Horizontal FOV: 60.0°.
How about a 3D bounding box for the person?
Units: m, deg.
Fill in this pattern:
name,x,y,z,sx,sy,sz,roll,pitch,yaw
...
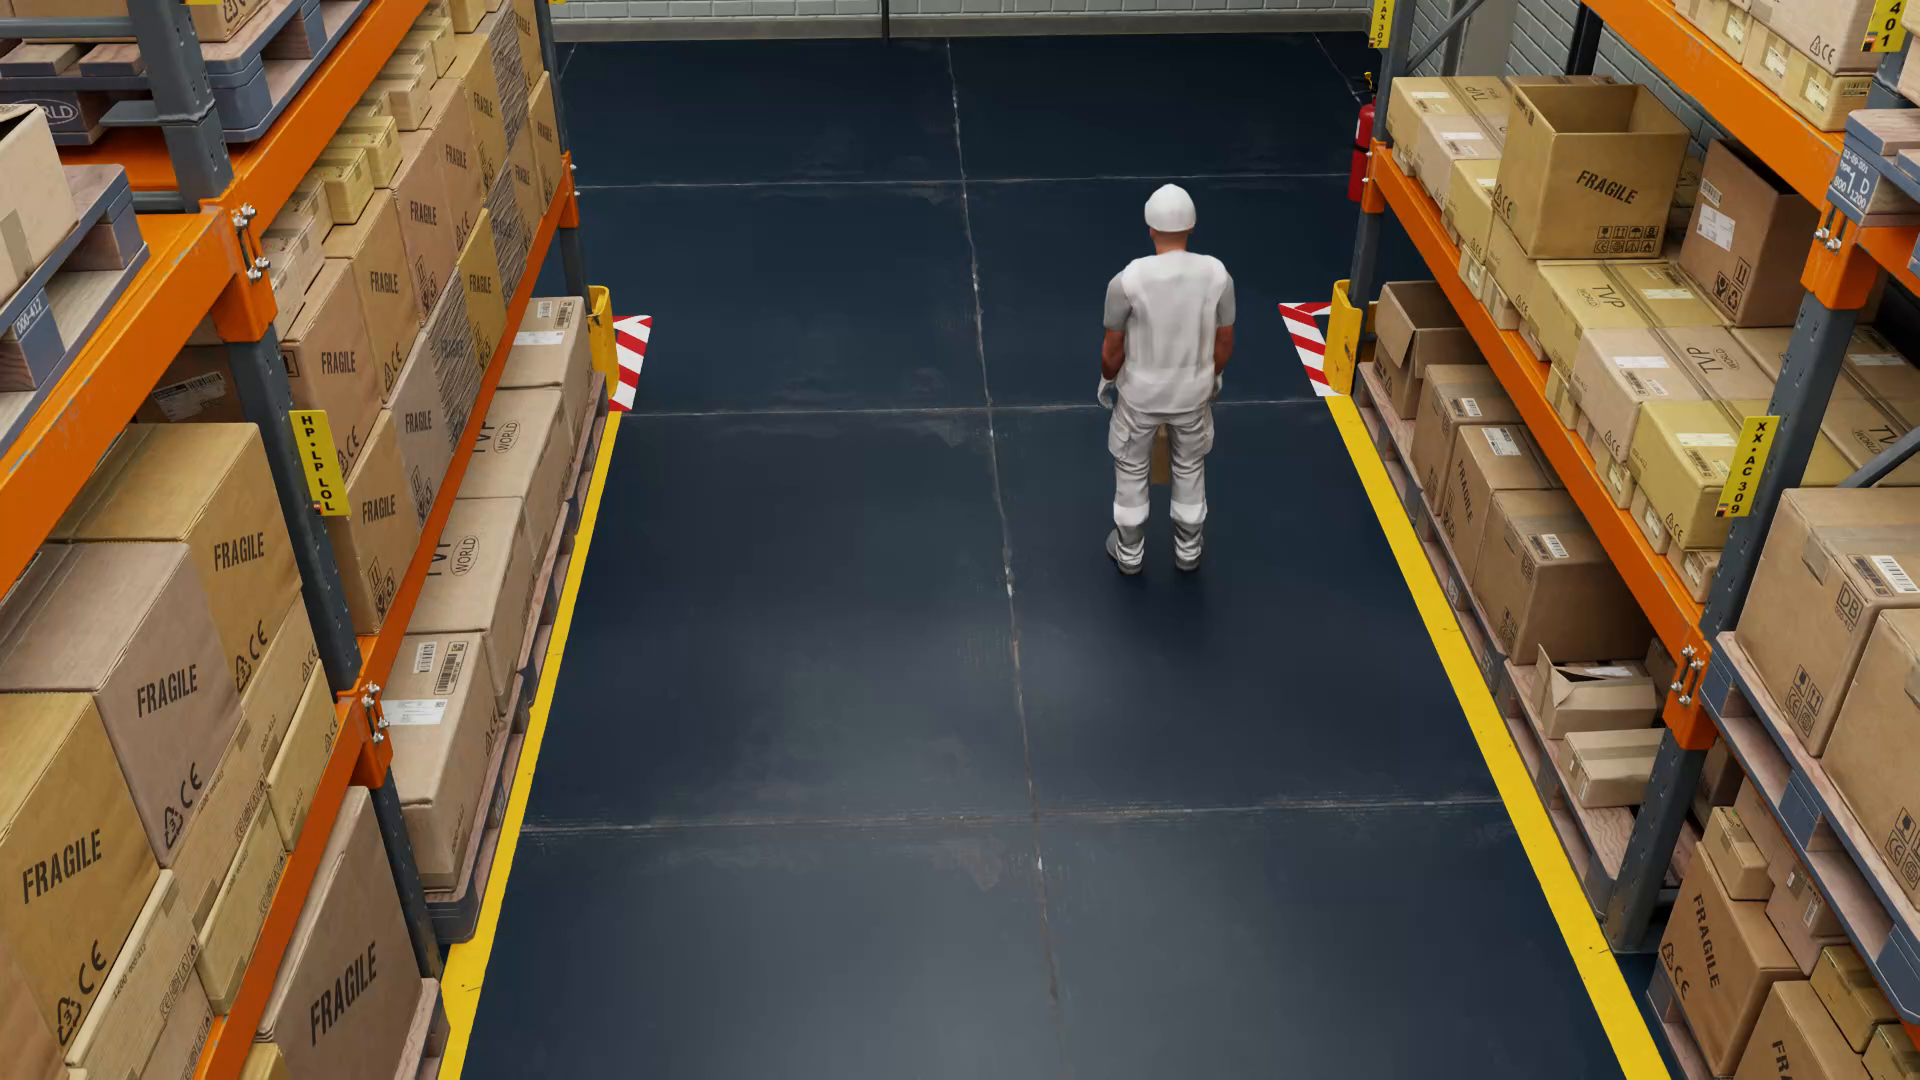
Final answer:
name,x,y,z,sx,sy,sz,roll,pitch,yaw
person,0.859,-0.637,7.040,0.555,1.784,0.422,-2,35,-4
